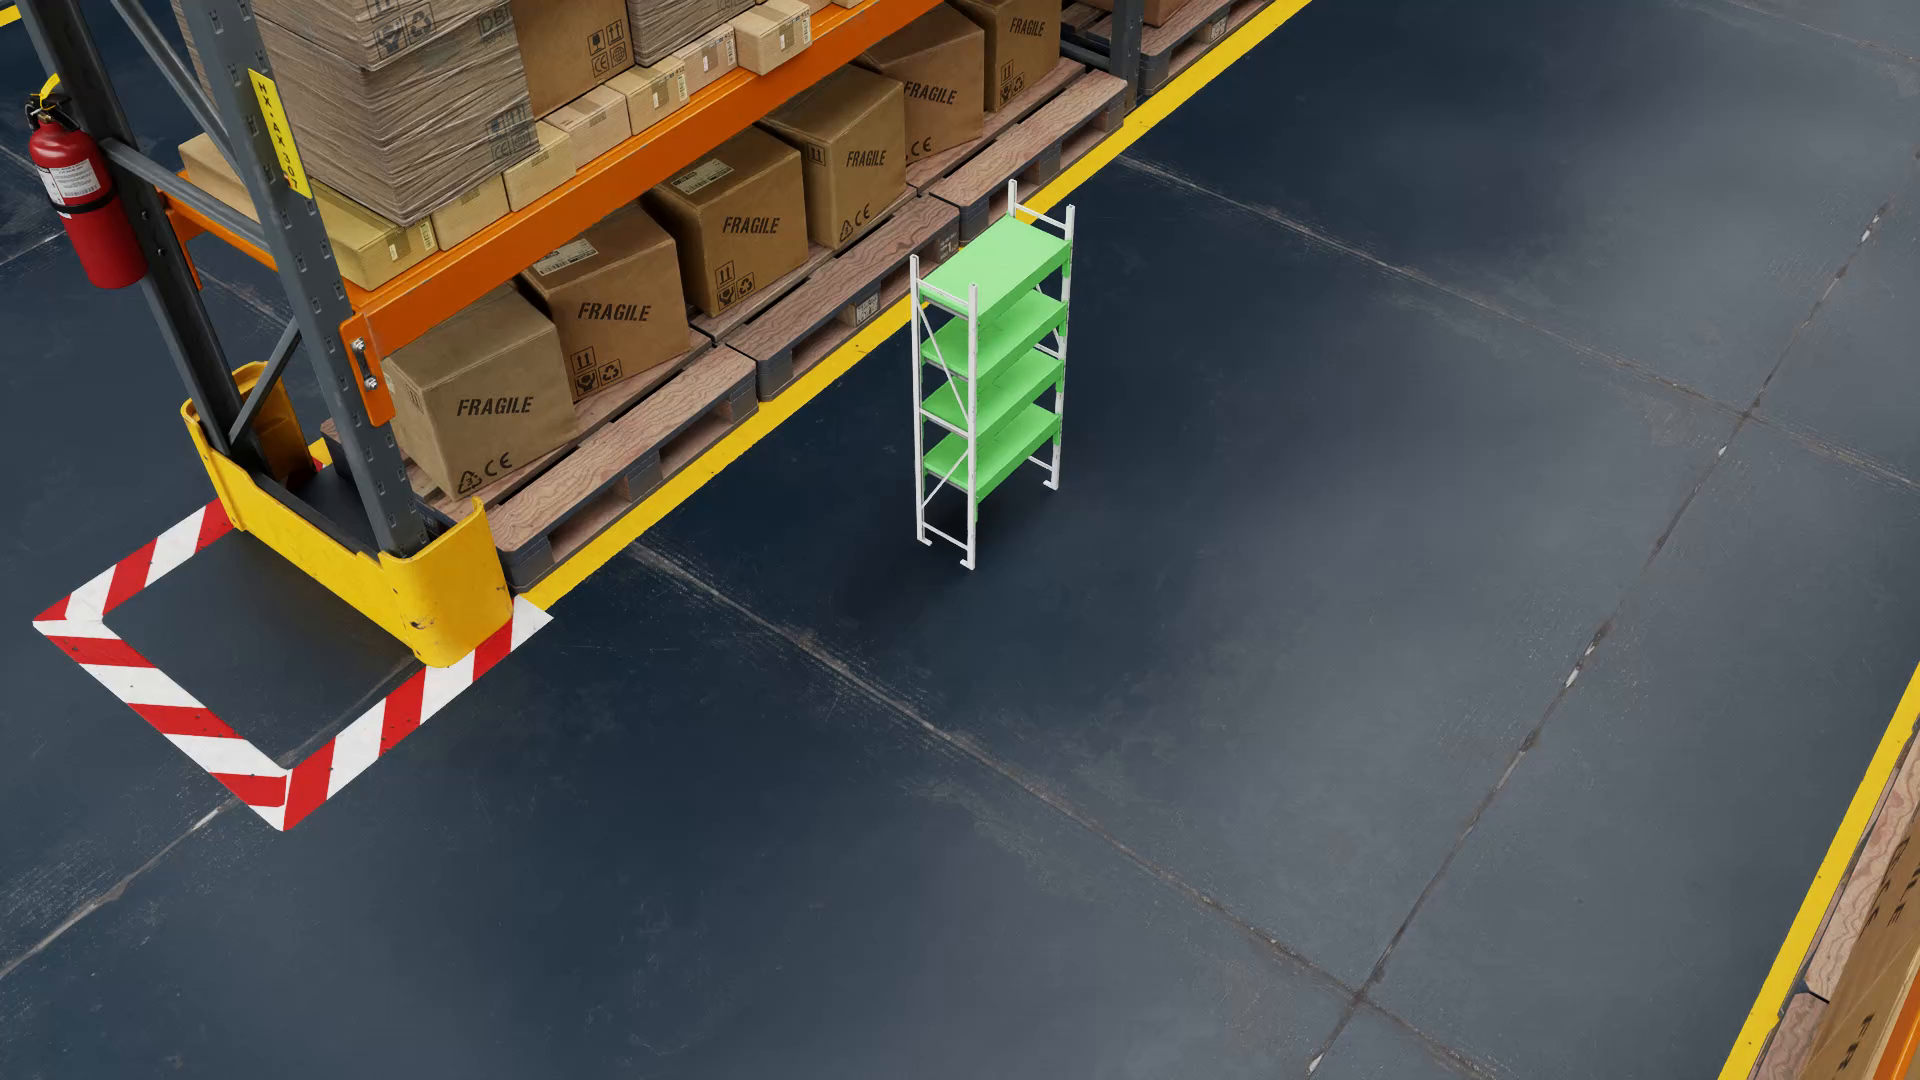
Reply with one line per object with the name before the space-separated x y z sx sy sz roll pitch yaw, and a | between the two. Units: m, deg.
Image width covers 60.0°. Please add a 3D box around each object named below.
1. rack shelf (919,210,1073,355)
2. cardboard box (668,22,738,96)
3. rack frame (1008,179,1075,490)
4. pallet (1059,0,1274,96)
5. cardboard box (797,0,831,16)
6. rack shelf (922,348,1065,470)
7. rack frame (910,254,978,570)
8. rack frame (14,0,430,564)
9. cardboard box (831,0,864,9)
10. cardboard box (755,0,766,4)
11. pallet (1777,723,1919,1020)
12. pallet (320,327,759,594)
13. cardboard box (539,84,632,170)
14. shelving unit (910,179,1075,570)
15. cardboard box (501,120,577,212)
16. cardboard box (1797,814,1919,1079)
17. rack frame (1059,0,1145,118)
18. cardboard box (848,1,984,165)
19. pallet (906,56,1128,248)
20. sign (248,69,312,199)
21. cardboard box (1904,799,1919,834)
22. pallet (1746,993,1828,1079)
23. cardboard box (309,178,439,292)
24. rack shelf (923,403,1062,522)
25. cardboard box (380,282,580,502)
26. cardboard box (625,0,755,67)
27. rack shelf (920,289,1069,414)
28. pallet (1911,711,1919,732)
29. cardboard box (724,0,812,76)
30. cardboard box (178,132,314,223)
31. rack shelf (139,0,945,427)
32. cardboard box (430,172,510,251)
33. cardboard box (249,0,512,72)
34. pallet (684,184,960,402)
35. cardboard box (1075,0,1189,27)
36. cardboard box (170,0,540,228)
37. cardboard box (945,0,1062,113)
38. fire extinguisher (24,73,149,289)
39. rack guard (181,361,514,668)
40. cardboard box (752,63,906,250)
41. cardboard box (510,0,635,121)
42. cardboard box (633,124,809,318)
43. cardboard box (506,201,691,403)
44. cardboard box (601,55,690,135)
rack shelf | 0.101 -0.797 5.106 0.258 0.148 0.480 29 53 25
cardboard box | -0.947 -1.606 5.384 0.380 0.149 0.250 29 53 25
rack frame | 0.250 -0.649 5.540 0.240 1.200 0.015 29 53 25
pallet | 0.851 -2.689 8.173 1.003 0.211 1.213 29 53 25
cardboard box | -0.664 -1.905 5.669 0.380 0.149 0.250 29 53 25
rack shelf | 0.101 -0.465 5.453 0.258 0.148 0.480 29 53 25
rack frame | -0.048 -0.370 5.273 0.240 1.200 0.015 29 53 25
rack frame | -2.069 -0.917 4.552 1.000 3.000 0.127 29 53 25
cardboard box | -0.451 -2.015 5.774 0.380 0.149 0.250 29 53 25
cardboard box | -0.845 -2.244 5.545 0.875 0.500 0.500 29 53 25
pallet | 2.967 1.109 4.544 1.003 0.211 1.213 29 53 25
pallet | -1.498 -0.447 6.031 1.003 0.211 1.213 29 53 25
cardboard box | -1.237 -1.311 5.102 0.380 0.149 0.250 29 53 25
shelving unit | 0.101 -0.509 5.407 0.258 1.200 0.503 29 53 25
cardboard box | -1.373 -1.159 4.957 0.380 0.149 0.250 29 53 25
cardboard box | 2.693 1.001 3.899 0.875 0.875 0.875 28 53 24
rack frame | 0.377 -3.206 6.738 1.000 3.000 0.127 29 53 25
cardboard box | -0.244 -1.945 6.972 0.500 0.500 0.500 -26 52 -23
pallet | -0.006 -1.843 7.365 1.003 0.211 1.213 29 53 25
sign | -1.640 -0.977 4.010 0.100 0.325 0.005 29 53 25
cardboard box | 3.252 0.480 4.396 0.875 0.875 0.875 30 53 25
pallet | 2.221 1.804 3.880 1.003 0.211 1.213 29 53 25
cardboard box | -1.706 -0.888 4.698 0.380 0.149 0.250 29 53 25
rack shelf | 0.101 -0.299 5.626 0.258 0.148 0.480 29 53 25
cardboard box | -1.674 -0.549 5.638 0.500 0.500 0.500 -33 54 -27
cardboard box | -1.160 -1.963 5.276 0.875 0.500 0.500 29 53 25
rack shelf | 0.101 -0.631 5.279 0.258 0.148 0.480 29 53 25
pallet | 3.713 0.408 5.214 1.003 0.211 1.213 29 53 25
cardboard box | -0.712 -1.704 5.477 0.380 0.149 0.250 29 53 25
cardboard box | -2.058 -1.085 4.886 0.380 0.149 0.250 29 53 25
rack shelf | -0.846 -1.813 5.905 1.077 0.370 4.000 29 53 25
cardboard box | -1.538 -1.023 4.826 0.380 0.149 0.250 29 53 25
cardboard box | -1.517 -1.594 4.232 0.500 0.500 0.500 29 53 25
pallet | -0.752 -1.142 6.695 1.003 0.211 1.213 29 53 25
cardboard box | 0.769 -2.836 7.810 0.700 0.500 0.500 25 51 22
cardboard box | -1.711 -1.357 4.697 0.875 0.500 0.500 29 53 25
cardboard box | 0.100 -2.277 7.289 0.500 0.500 0.500 28 52 24
fire extinguisher | -2.504 -1.029 4.712 0.296 0.674 0.183 29 53 25
rack guard | -2.023 -0.097 5.497 1.175 0.500 0.348 29 53 25
cardboard box | -0.561 -1.555 6.600 0.500 0.500 0.500 25 51 22
cardboard box | -1.500 -1.696 5.021 0.875 0.500 0.500 29 53 25
cardboard box | -0.938 -1.256 6.314 0.500 0.500 0.500 34 55 28
cardboard box | -1.336 -0.906 5.979 0.500 0.500 0.500 -29 53 -25
cardboard box | -1.079 -1.451 5.236 0.380 0.149 0.250 29 53 25
